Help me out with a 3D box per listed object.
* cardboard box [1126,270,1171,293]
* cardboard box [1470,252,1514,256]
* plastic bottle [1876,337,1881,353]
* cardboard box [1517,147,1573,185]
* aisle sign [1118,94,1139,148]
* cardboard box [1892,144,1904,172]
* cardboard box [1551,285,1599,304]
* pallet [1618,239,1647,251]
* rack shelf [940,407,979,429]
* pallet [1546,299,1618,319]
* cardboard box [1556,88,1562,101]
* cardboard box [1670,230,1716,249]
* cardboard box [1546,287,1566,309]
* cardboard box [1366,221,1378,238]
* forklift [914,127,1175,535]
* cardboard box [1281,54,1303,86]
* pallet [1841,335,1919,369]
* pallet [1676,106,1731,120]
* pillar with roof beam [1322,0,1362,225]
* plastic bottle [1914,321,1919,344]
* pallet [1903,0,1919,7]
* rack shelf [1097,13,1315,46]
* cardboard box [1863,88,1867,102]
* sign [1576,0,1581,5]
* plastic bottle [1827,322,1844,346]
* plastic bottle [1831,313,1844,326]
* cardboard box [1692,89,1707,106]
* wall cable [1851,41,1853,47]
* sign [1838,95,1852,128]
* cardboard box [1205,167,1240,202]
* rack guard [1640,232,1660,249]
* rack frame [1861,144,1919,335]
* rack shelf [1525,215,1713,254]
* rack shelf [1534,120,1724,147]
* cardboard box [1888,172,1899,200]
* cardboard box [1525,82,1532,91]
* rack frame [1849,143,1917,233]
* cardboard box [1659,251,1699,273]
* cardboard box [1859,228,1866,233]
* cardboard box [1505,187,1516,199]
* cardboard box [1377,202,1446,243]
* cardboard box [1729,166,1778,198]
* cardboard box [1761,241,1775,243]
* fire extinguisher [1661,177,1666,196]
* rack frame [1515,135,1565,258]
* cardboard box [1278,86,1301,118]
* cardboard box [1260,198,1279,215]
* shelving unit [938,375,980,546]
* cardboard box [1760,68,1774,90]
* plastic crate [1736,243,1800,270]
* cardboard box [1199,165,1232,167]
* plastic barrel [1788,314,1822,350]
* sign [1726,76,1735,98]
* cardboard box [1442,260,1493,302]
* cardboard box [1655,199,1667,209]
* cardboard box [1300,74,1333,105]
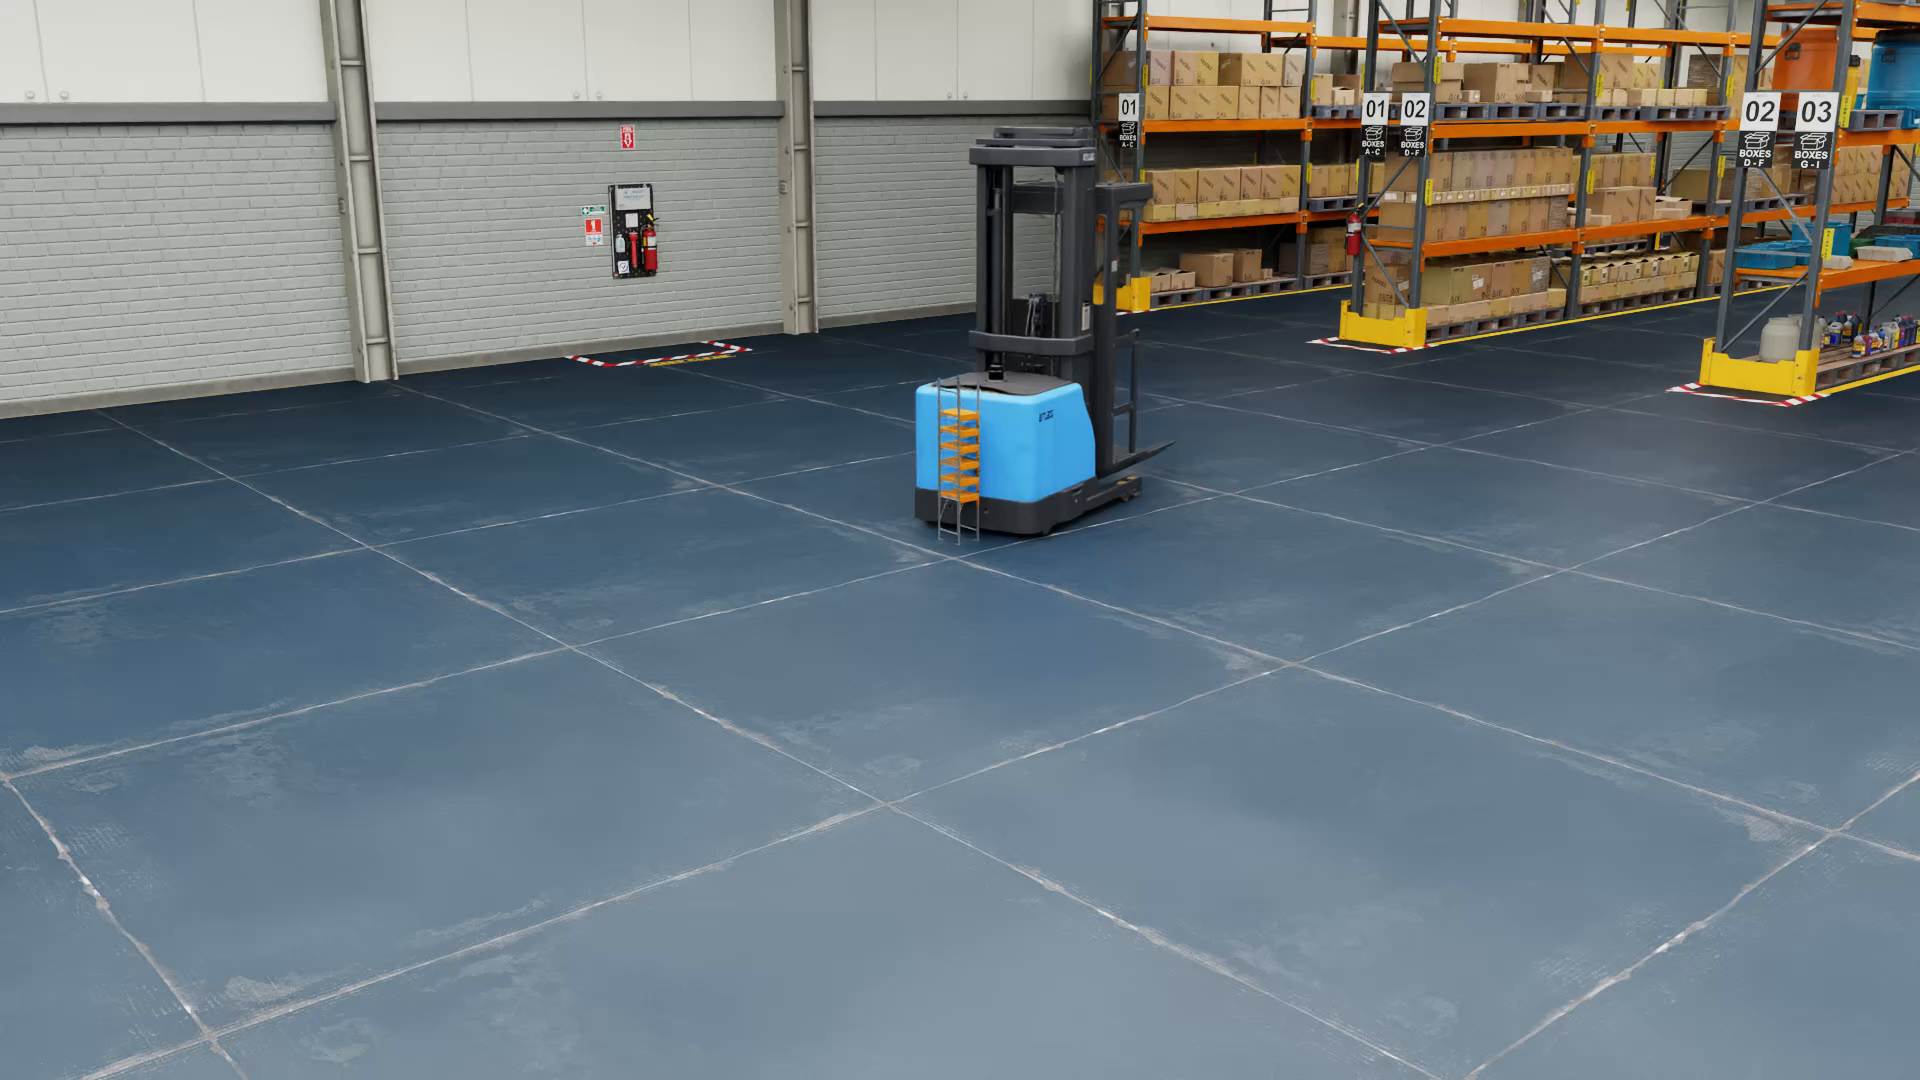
[{"bbox_3d":[2.944,-4.062,26.003,0.500,0.311,0.500,13,20,41],"label":"cardboard box"},{"bbox_3d":[7.707,-3.896,24.084,0.500,0.500,0.500,-13,19,-39],"label":"cardboard box"},{"bbox_3d":[10.847,-2.319,19.690,0.097,0.201,0.097,0,15,0],"label":"plastic bottle"},{"bbox_3d":[8.304,-5.362,23.802,0.500,0.500,0.700,-13,19,-39],"label":"cardboard box"},{"bbox_3d":[2.505,-6.234,24.740,0.004,0.787,0.394,-13,19,-39],"label":"aisle sign"},{"bbox_3d":[17.151,-7.112,30.933,0.500,0.500,0.500,-12,19,-38],"label":"cardboard box"},{"bbox_3d":[9.102,-3.657,24.644,0.500,0.250,0.500,-13,20,-41],"label":"cardboard box"},{"bbox_3d":[13.881,-6.262,35.283,1.213,0.211,1.003,-13,19,-39],"label":"pallet"},{"bbox_3d":[-0.011,-0.882,12.005,0.180,0.103,0.258,-13,19,-39],"label":"rack shelf"},{"bbox_3d":[9.165,-3.548,25.124,1.213,0.211,1.003,-13,19,-39],"label":"pallet"},{"bbox_3d":[12.109,-8.776,32.762,0.500,0.250,0.500,-13,20,-40],"label":"cardboard box"},{"bbox_3d":[12.243,-5.022,27.777,0.500,0.250,0.500,-12,19,-37],"label":"cardboard box"},{"bbox_3d":[8.428,-3.516,24.116,0.500,0.250,0.500,-13,19,-39],"label":"cardboard box"},{"bbox_3d":[7.418,-5.555,29.772,0.500,0.250,0.500,-12,19,-38],"label":"cardboard box"},{"bbox_3d":[0.838,-1.782,13.242,1.130,2.935,3.031,9,17,29],"label":"forklift"},{"bbox_3d":[5.180,-7.579,26.830,0.500,0.500,0.500,14,20,42],"label":"cardboard box"},{"bbox_3d":[11.349,-2.345,20.620,1.213,0.211,1.003,-13,19,-39],"label":"pallet"},{"bbox_3d":[11.199,-6.666,25.947,1.003,0.211,1.213,-12,19,-37],"label":"pallet"},{"bbox_3d":[9.675,-8.413,26.308,0.400,9.000,9.100,-13,19,-39],"label":"pillar with roof beam"},{"bbox_3d":[11.737,-2.552,20.404,0.133,0.283,0.061,-11,19,-37],"label":"plastic bottle"},{"bbox_3d":[10.359,-6.059,18.637,1.213,0.211,1.003,-13,19,-39],"label":"pallet"},{"bbox_3d":[3.871,-7.937,25.927,4.000,0.370,1.077,-13,19,-39],"label":"rack shelf"},{"bbox_3d":[15.960,-7.938,29.664,0.500,0.250,0.500,-13,19,-39],"label":"cardboard box"},{"bbox_3d":[11.780,-10.366,31.657,0.005,0.325,0.100,-13,19,-39],"label":"sign"},{"bbox_3d":[10.655,-2.510,20.260,0.135,0.276,0.152,-13,19,-39],"label":"plastic bottle"},{"bbox_3d":[10.860,-2.643,20.612,0.185,0.351,0.144,-14,20,-42],"label":"plastic bottle"},{"bbox_3d":[11.347,-6.932,26.055,0.500,0.250,0.500,14,21,43],"label":"cardboard box"},{"bbox_3d":[20.710,-11.960,35.817,0.112,2.526,3.097,-13,19,-39],"label":"wall cable"},{"bbox_3d":[9.224,-4.466,17.327,0.005,0.325,0.100,-13,19,-39],"label":"sign"},{"bbox_3d":[4.075,-5.629,26.309,0.500,0.500,0.500,-12,19,-38],"label":"cardboard box"},{"bbox_3d":[14.451,-6.556,35.825,0.348,0.500,1.175,-13,19,-39],"label":"rack guard"},{"bbox_3d":[11.883,-3.798,20.656,0.127,3.000,1.000,-13,19,-39],"label":"rack frame"},{"bbox_3d":[10.143,-4.754,25.630,4.000,0.370,1.077,-13,19,-39],"label":"rack shelf"},{"bbox_3d":[10.143,-6.203,25.243,4.000,0.370,1.077,-13,19,-39],"label":"rack shelf"},{"bbox_3d":[17.139,-6.627,31.052,0.500,0.500,0.500,-12,19,-39],"label":"cardboard box"},{"bbox_3d":[7.674,-6.314,23.351,0.500,0.311,0.500,-14,20,-42],"label":"cardboard box"},{"bbox_3d":[17.687,-6.796,31.879,0.127,3.000,1.000,-13,19,-39],"label":"rack frame"},{"bbox_3d":[11.419,-4.449,26.522,0.500,0.311,0.500,-12,19,-38],"label":"cardboard box"},{"bbox_3d":[17.439,-5.661,31.620,0.500,0.500,0.500,-13,19,-39],"label":"cardboard box"},{"bbox_3d":[7.413,-4.776,22.869,0.250,0.149,0.380,-12,19,-38],"label":"cardboard box"},{"bbox_3d":[5.978,-4.210,22.006,0.500,0.500,0.700,-13,19,-39],"label":"cardboard box"},{"bbox_3d":[13.377,-6.058,28.110,0.700,0.500,0.500,10,18,33],"label":"cardboard box"},{"bbox_3d":[14.107,-4.902,28.779,0.500,0.500,0.500,-13,19,-39],"label":"cardboard box"},{"bbox_3d":[14.849,-7.478,35.304,0.183,0.674,0.296,-13,19,-39],"label":"fire extinguisher"},{"bbox_3d":[11.415,-7.082,32.950,0.127,3.000,1.000,-13,19,-39],"label":"rack frame"},{"bbox_3d":[5.159,-7.100,26.972,0.500,0.500,0.500,-12,19,-38],"label":"cardboard box"},{"bbox_3d":[4.840,-5.442,27.062,0.500,0.250,0.500,-13,19,-39],"label":"cardboard box"},{"bbox_3d":[-0.011,-0.577,12.086,0.189,1.200,0.258,-13,19,-39],"label":"shelving unit"},{"bbox_3d":[13.237,-7.569,27.761,0.600,0.600,0.600,-14,20,-41],"label":"cardboard box"},{"bbox_3d":[9.047,-3.192,18.674,0.616,0.251,0.499,-13,19,-39],"label":"plastic crate"},{"bbox_3d":[4.116,-5.817,27.013,0.500,0.500,0.500,-12,19,-38],"label":"cardboard box"},{"bbox_3d":[9.690,-2.333,19.177,0.421,0.512,0.421,0,15,0],"label":"plastic barrel"},{"bbox_3d":[12.010,-7.068,25.932,0.005,0.325,0.100,-13,19,-39],"label":"sign"},{"bbox_3d":[6.912,-3.542,22.759,0.500,0.500,0.500,-13,19,-39],"label":"cardboard box"},{"bbox_3d":[10.850,-5.284,26.391,0.500,0.311,0.500,-13,20,-40],"label":"cardboard box"},{"bbox_3d":[5.845,-7.504,27.711,0.500,0.500,0.500,-9,18,-32],"label":"cardboard box"}]
